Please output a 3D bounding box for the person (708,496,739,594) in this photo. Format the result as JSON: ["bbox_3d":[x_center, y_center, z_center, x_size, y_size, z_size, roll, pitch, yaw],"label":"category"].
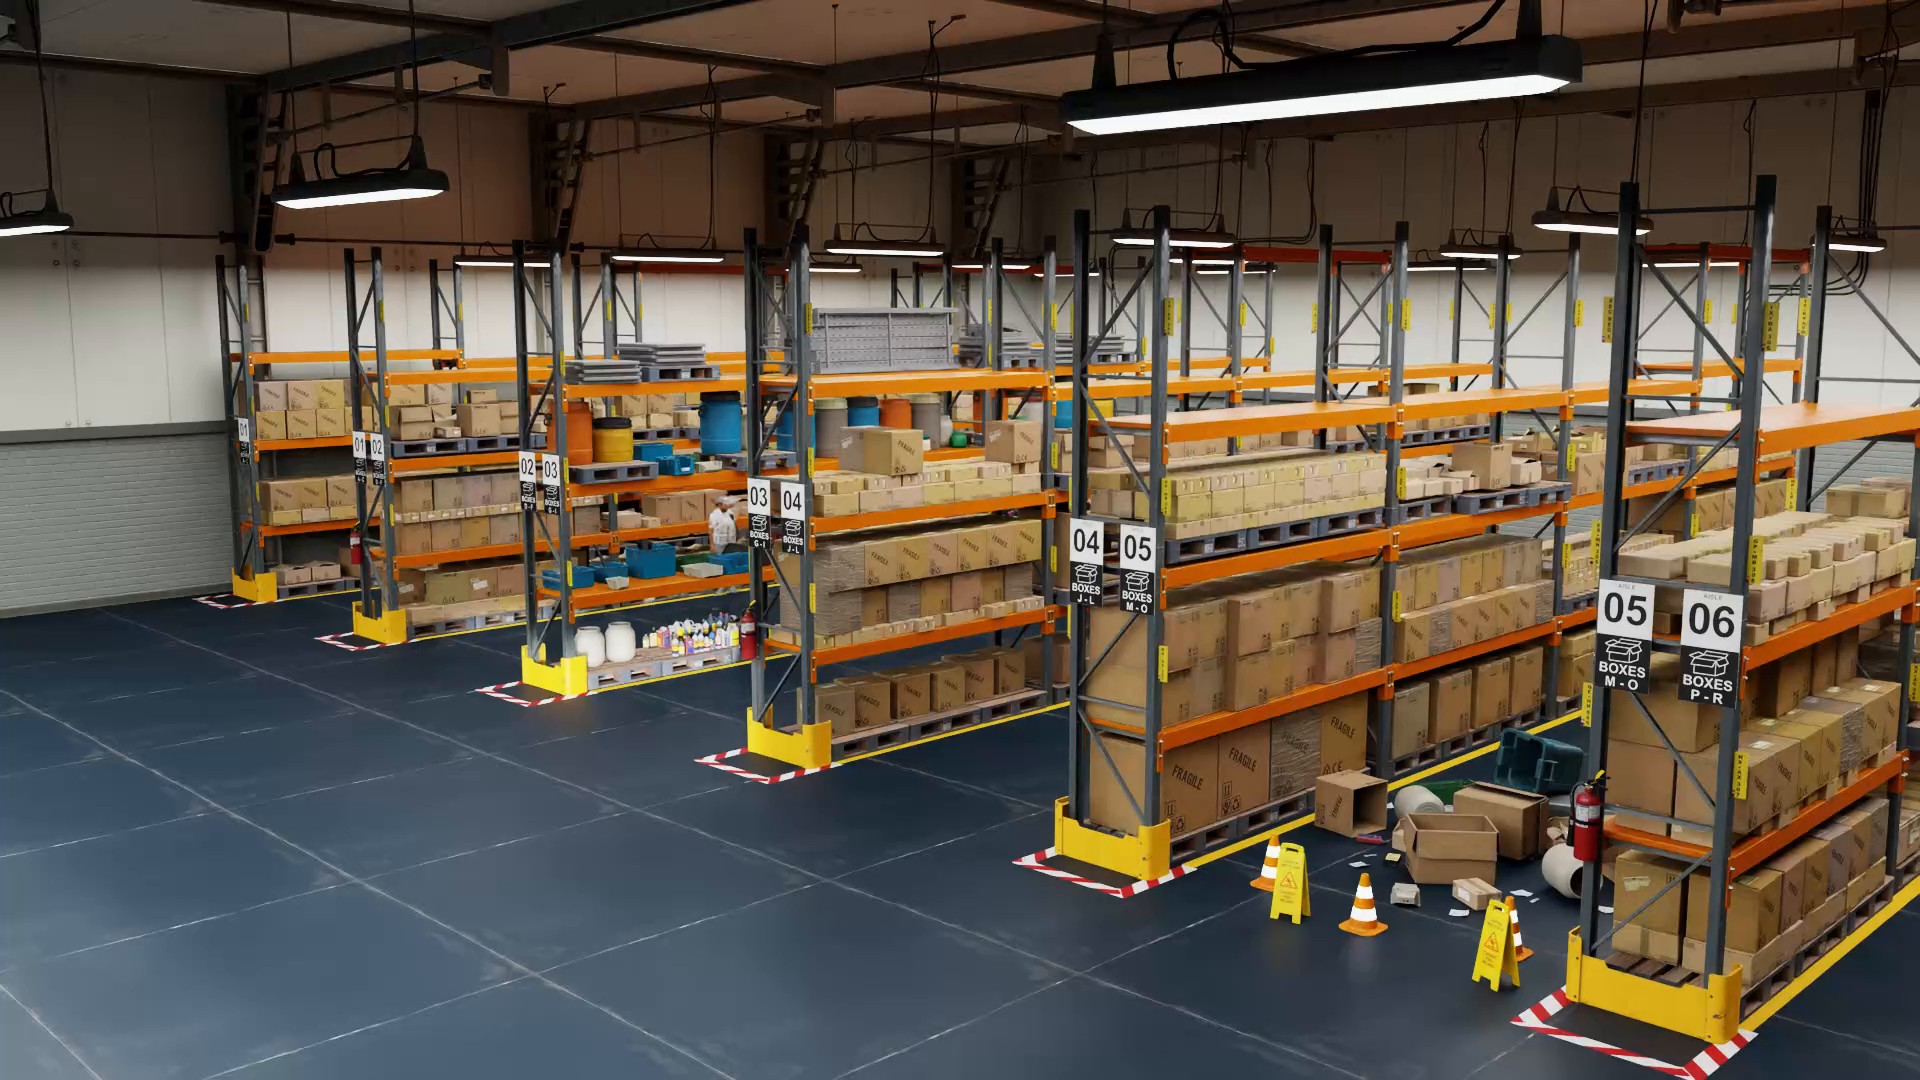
[{"bbox_3d":[-3.998,0.073,28.130,0.519,1.669,0.420,-4,9,-28],"label":"person"}]
